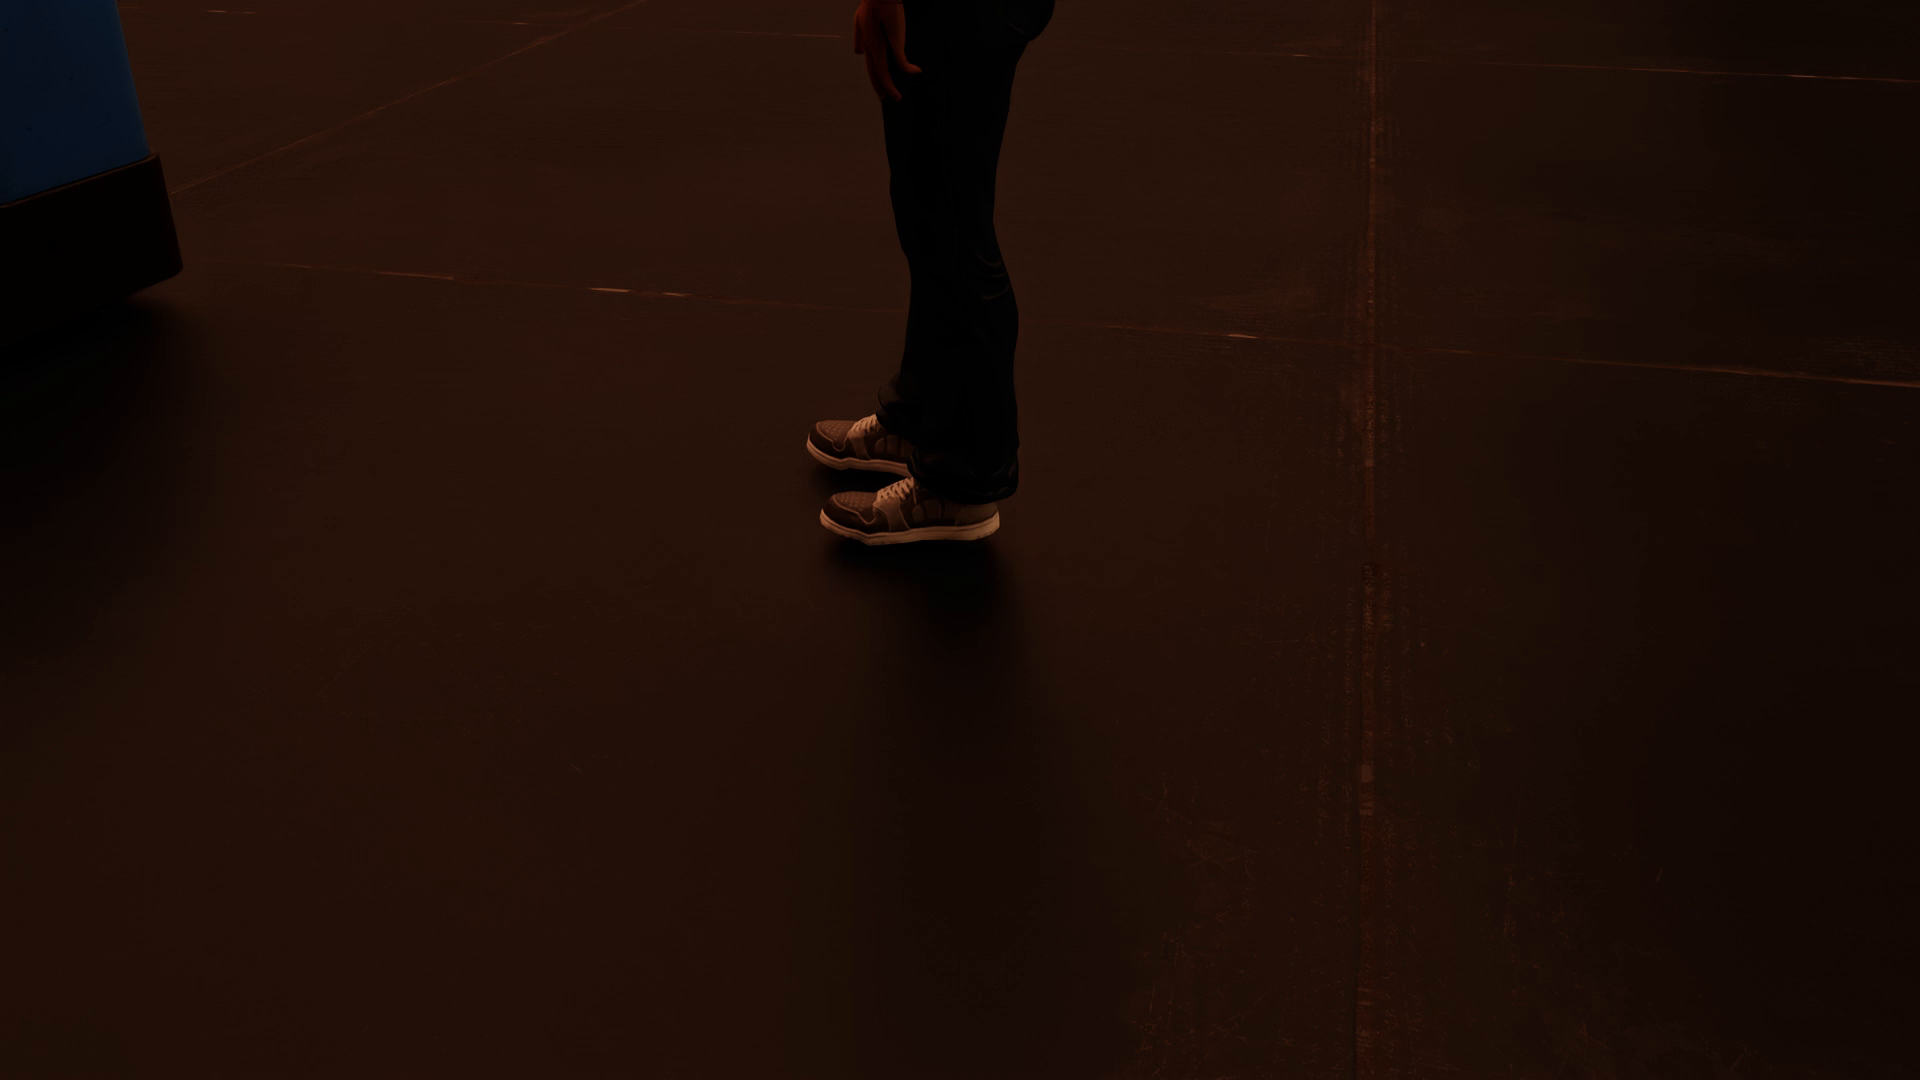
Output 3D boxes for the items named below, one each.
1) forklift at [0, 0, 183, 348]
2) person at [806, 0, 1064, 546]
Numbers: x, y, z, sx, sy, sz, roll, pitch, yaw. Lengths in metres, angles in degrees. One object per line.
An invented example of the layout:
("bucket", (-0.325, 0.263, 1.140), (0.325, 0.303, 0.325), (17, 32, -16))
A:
("forklift", (-3.185, -1.814, 2.842), (3.031, 2.935, 1.130), (8, 28, 16))
("person", (-0.070, -0.733, 2.164), (0.473, 1.599, 0.521), (6, 27, 11))
